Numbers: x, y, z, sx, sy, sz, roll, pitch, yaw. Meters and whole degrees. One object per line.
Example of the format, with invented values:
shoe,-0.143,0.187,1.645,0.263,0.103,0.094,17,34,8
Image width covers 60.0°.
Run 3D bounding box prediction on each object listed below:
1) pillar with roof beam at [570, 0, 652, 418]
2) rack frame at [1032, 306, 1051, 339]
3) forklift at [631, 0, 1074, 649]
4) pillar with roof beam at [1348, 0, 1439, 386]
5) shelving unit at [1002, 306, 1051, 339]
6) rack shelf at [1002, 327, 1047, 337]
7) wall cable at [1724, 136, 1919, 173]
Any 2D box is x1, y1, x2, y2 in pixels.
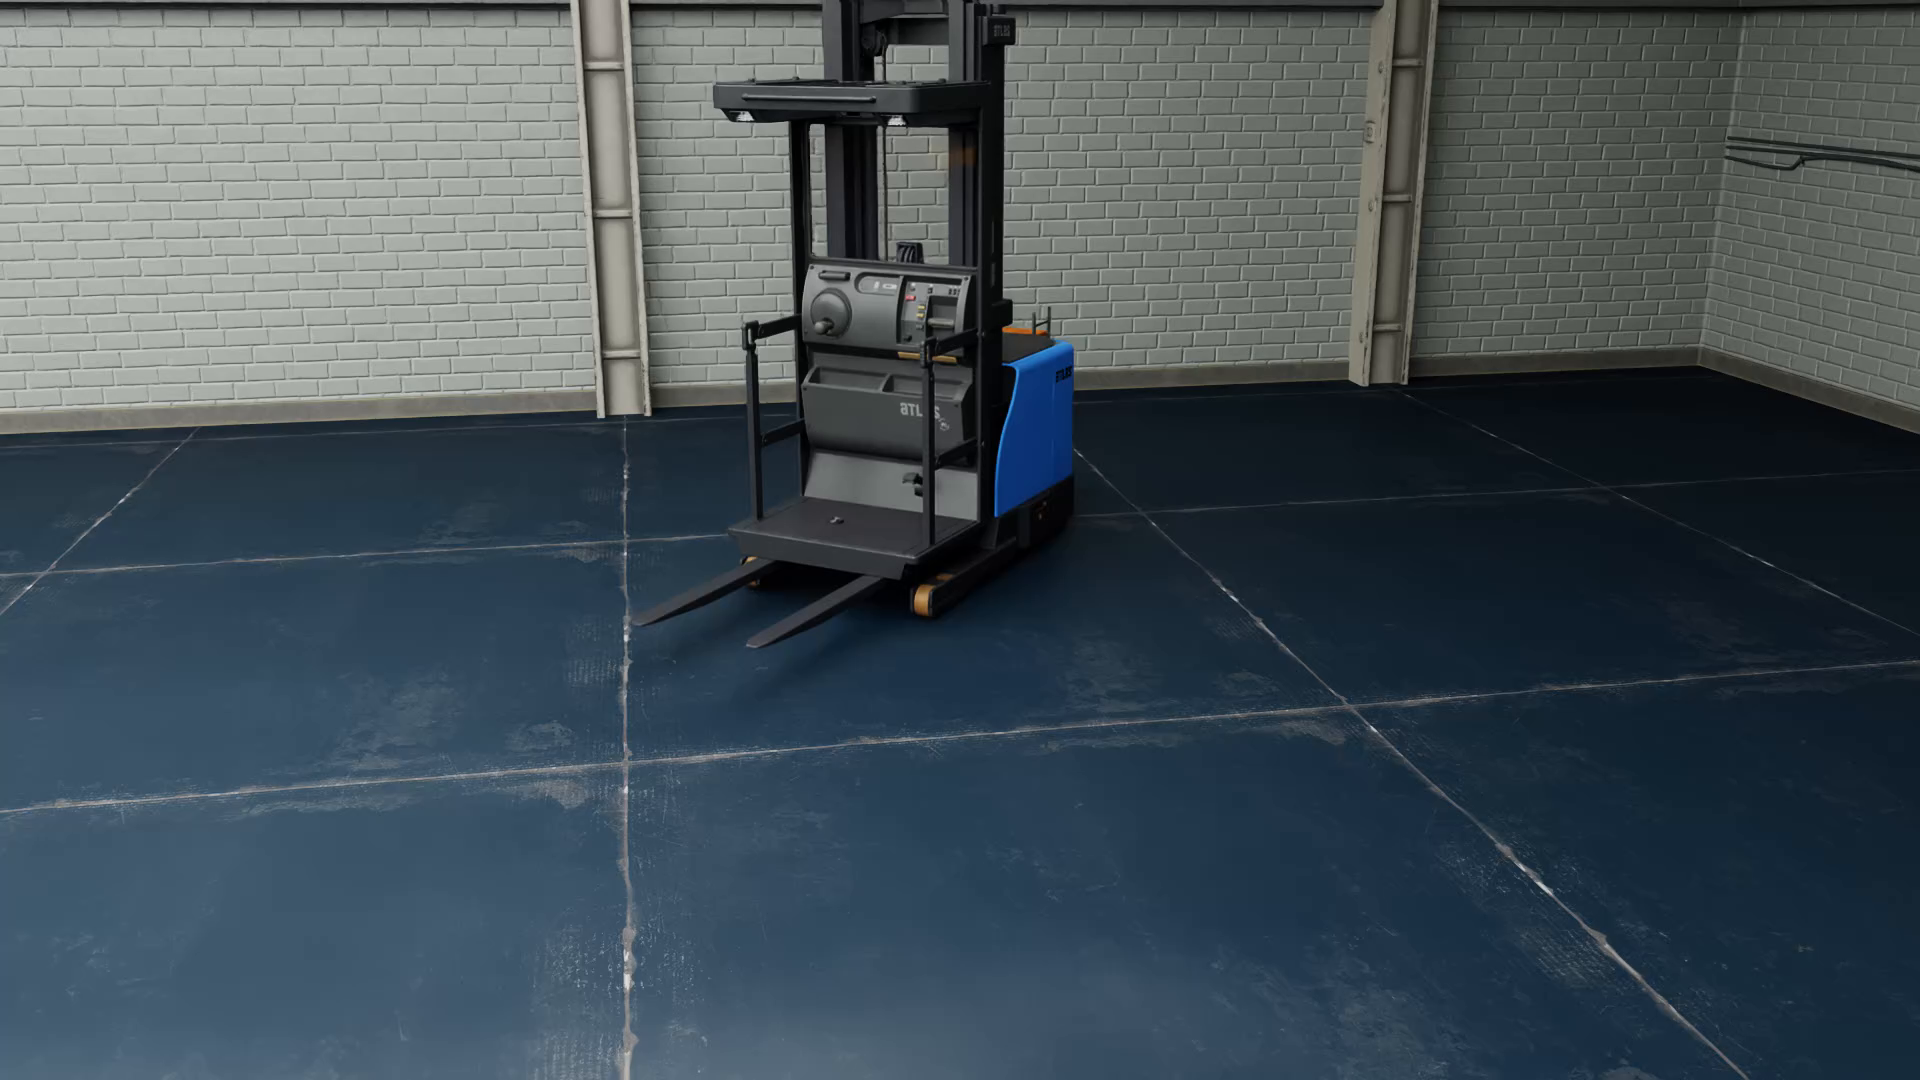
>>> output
pillar with roof beam,-1.685,-4.013,7.052,0.400,9.000,9.100,-3,17,-10
rack frame,0.468,-0.750,9.710,0.015,1.200,0.240,8,19,25
forklift,-0.469,-1.170,8.130,1.130,2.935,3.031,9,19,26
pillar with roof beam,4.206,-4.348,8.140,0.400,9.000,9.100,-3,17,-10
shelving unit,0.250,-0.782,9.814,0.503,1.200,0.258,8,19,25
rack shelf,0.250,-1.158,9.699,0.480,0.148,0.258,8,19,25
wall cable,6.532,-3.887,11.930,0.112,2.526,3.097,-3,17,-10
